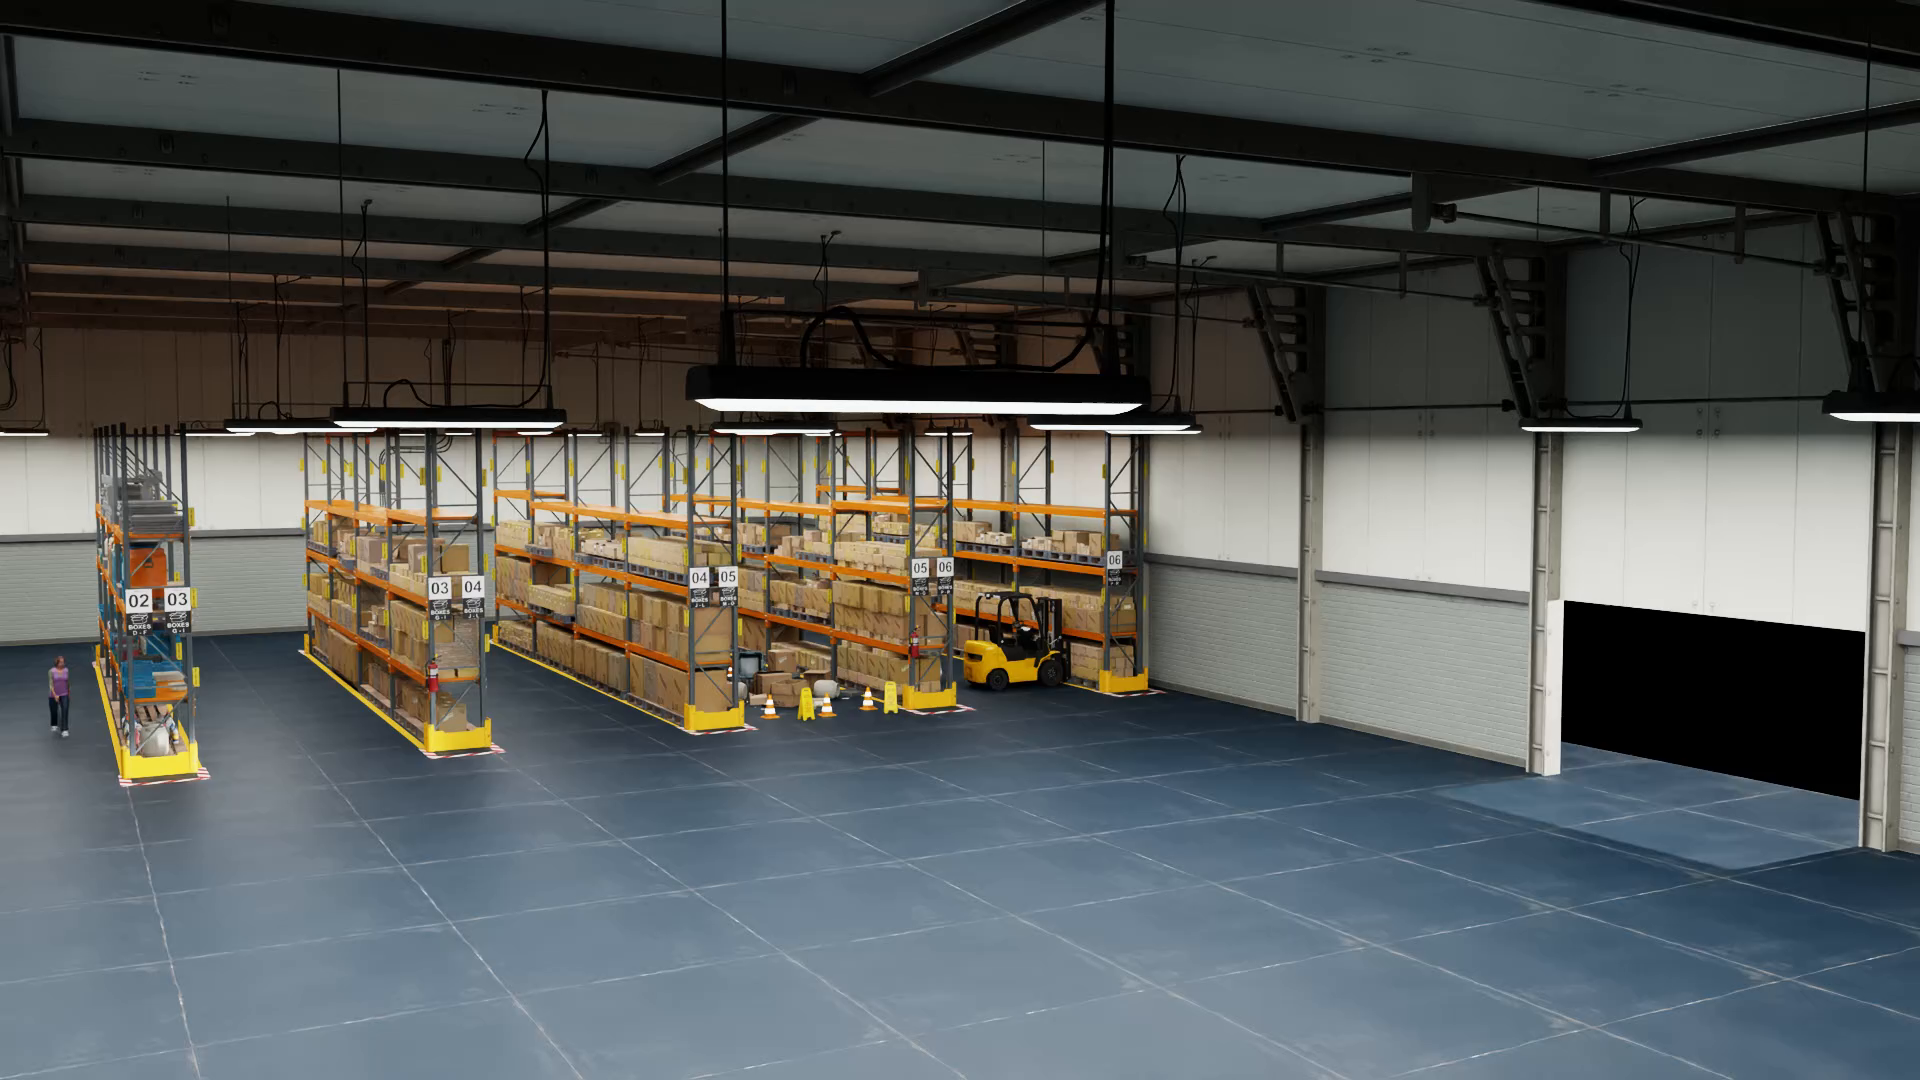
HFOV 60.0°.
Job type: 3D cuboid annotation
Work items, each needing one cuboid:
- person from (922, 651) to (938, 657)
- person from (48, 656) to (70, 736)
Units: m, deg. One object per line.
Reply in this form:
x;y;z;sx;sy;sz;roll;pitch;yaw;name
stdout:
-0.703;2.519;40.082;0.563;1.569;0.726;-2;4;-28;person
-17.404;3.009;32.173;0.404;1.507;0.964;-3;4;-38;person
